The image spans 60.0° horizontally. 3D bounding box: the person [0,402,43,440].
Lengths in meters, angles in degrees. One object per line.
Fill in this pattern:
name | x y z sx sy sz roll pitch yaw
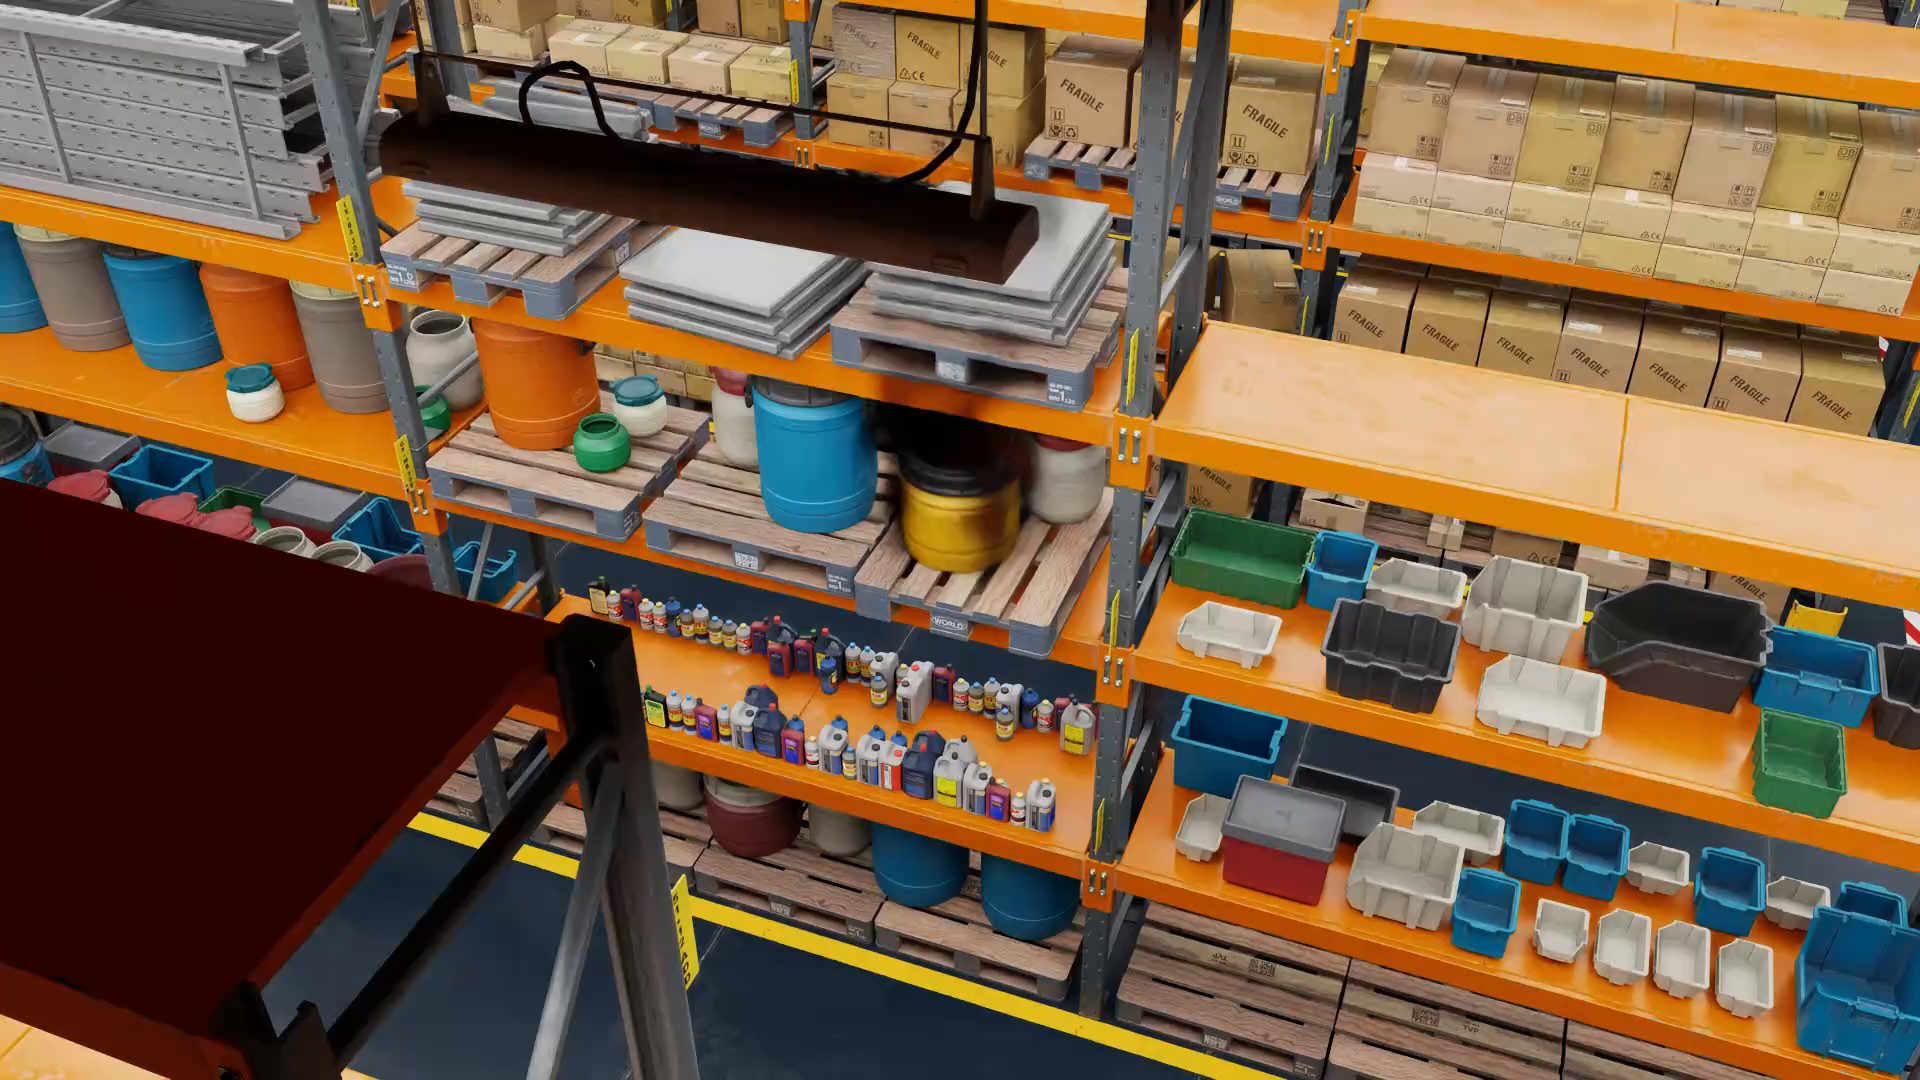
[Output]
person | -7.574 -1.150 13.498 0.837 1.784 0.640 11 38 14
